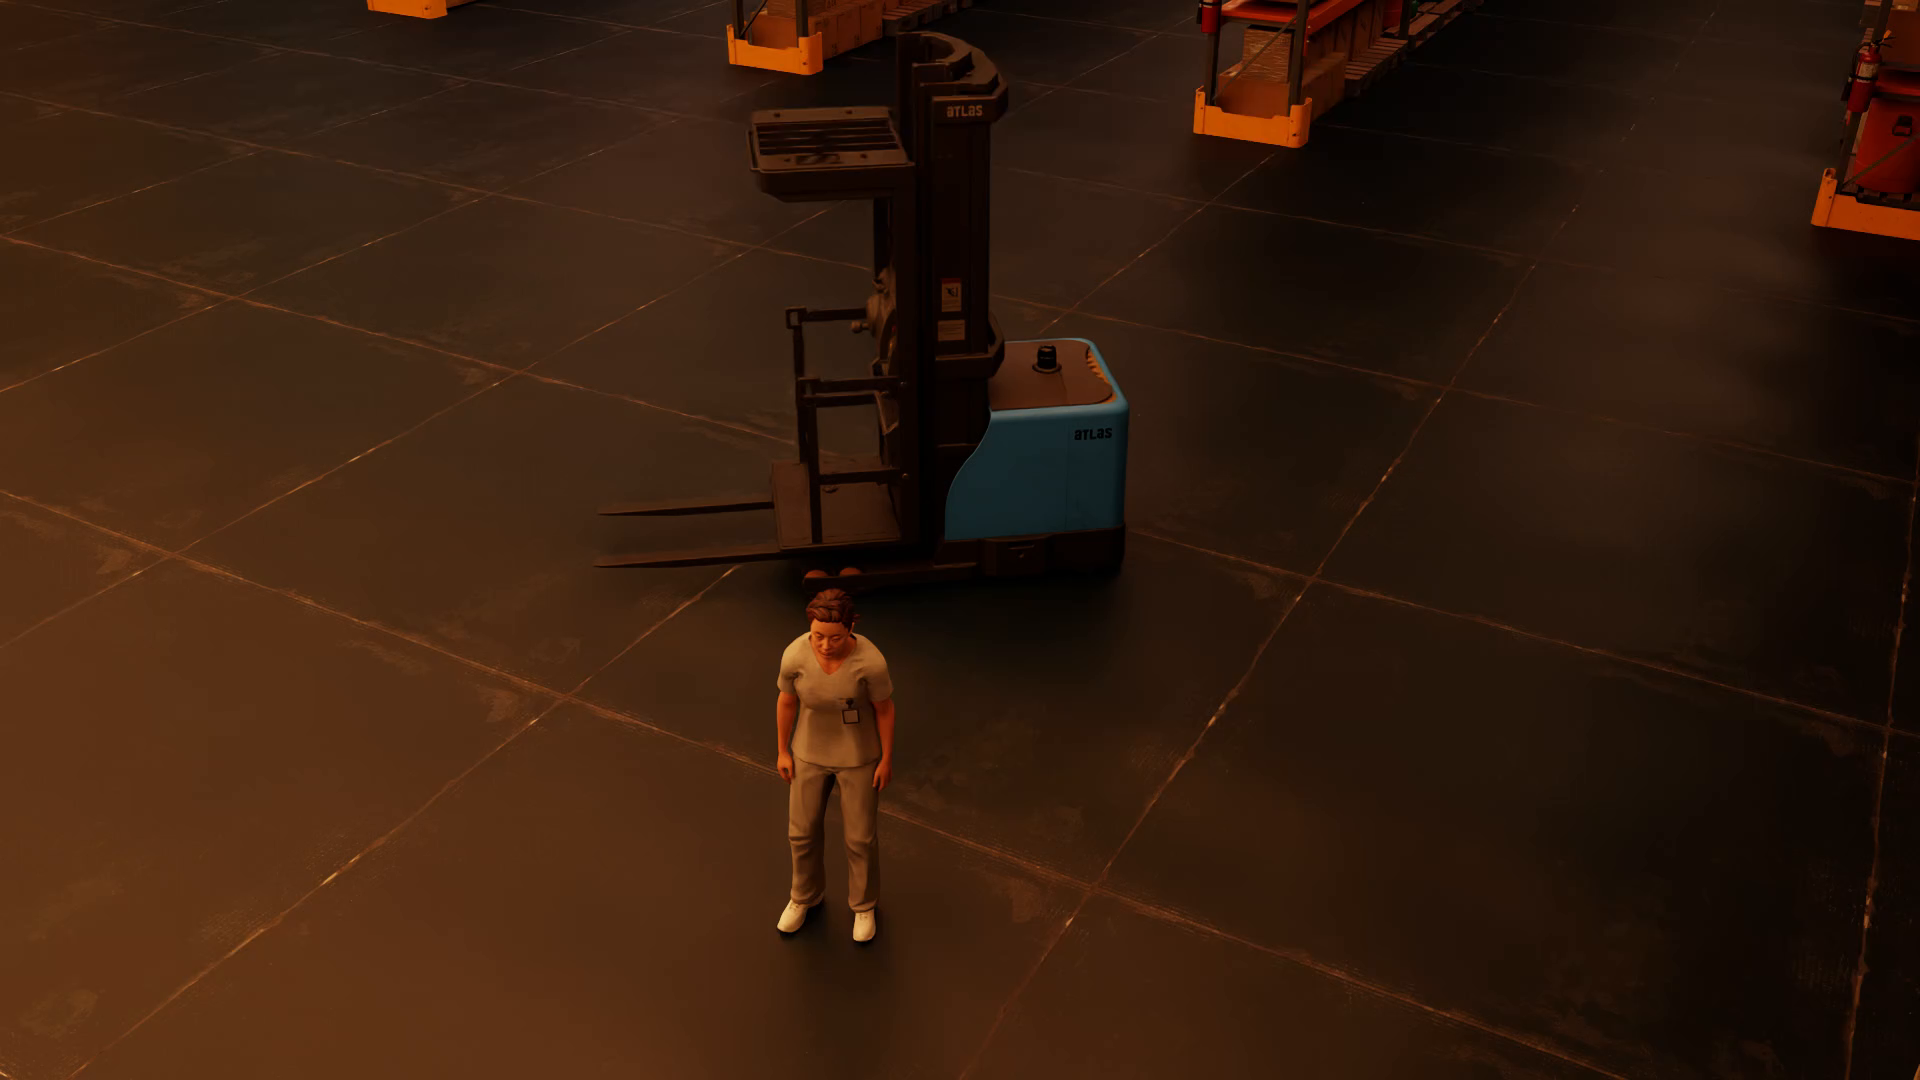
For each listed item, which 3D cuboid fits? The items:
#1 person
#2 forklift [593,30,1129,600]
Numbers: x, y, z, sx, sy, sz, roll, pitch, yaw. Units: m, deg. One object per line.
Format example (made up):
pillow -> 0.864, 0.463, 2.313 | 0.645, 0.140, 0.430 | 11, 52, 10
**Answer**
person -> -0.514, 0.896, 6.779 | 0.499, 1.671, 0.364 | 4, 30, 7
forklift -> -0.610, -1.213, 9.173 | 3.031, 2.935, 1.130 | -4, 30, -8
